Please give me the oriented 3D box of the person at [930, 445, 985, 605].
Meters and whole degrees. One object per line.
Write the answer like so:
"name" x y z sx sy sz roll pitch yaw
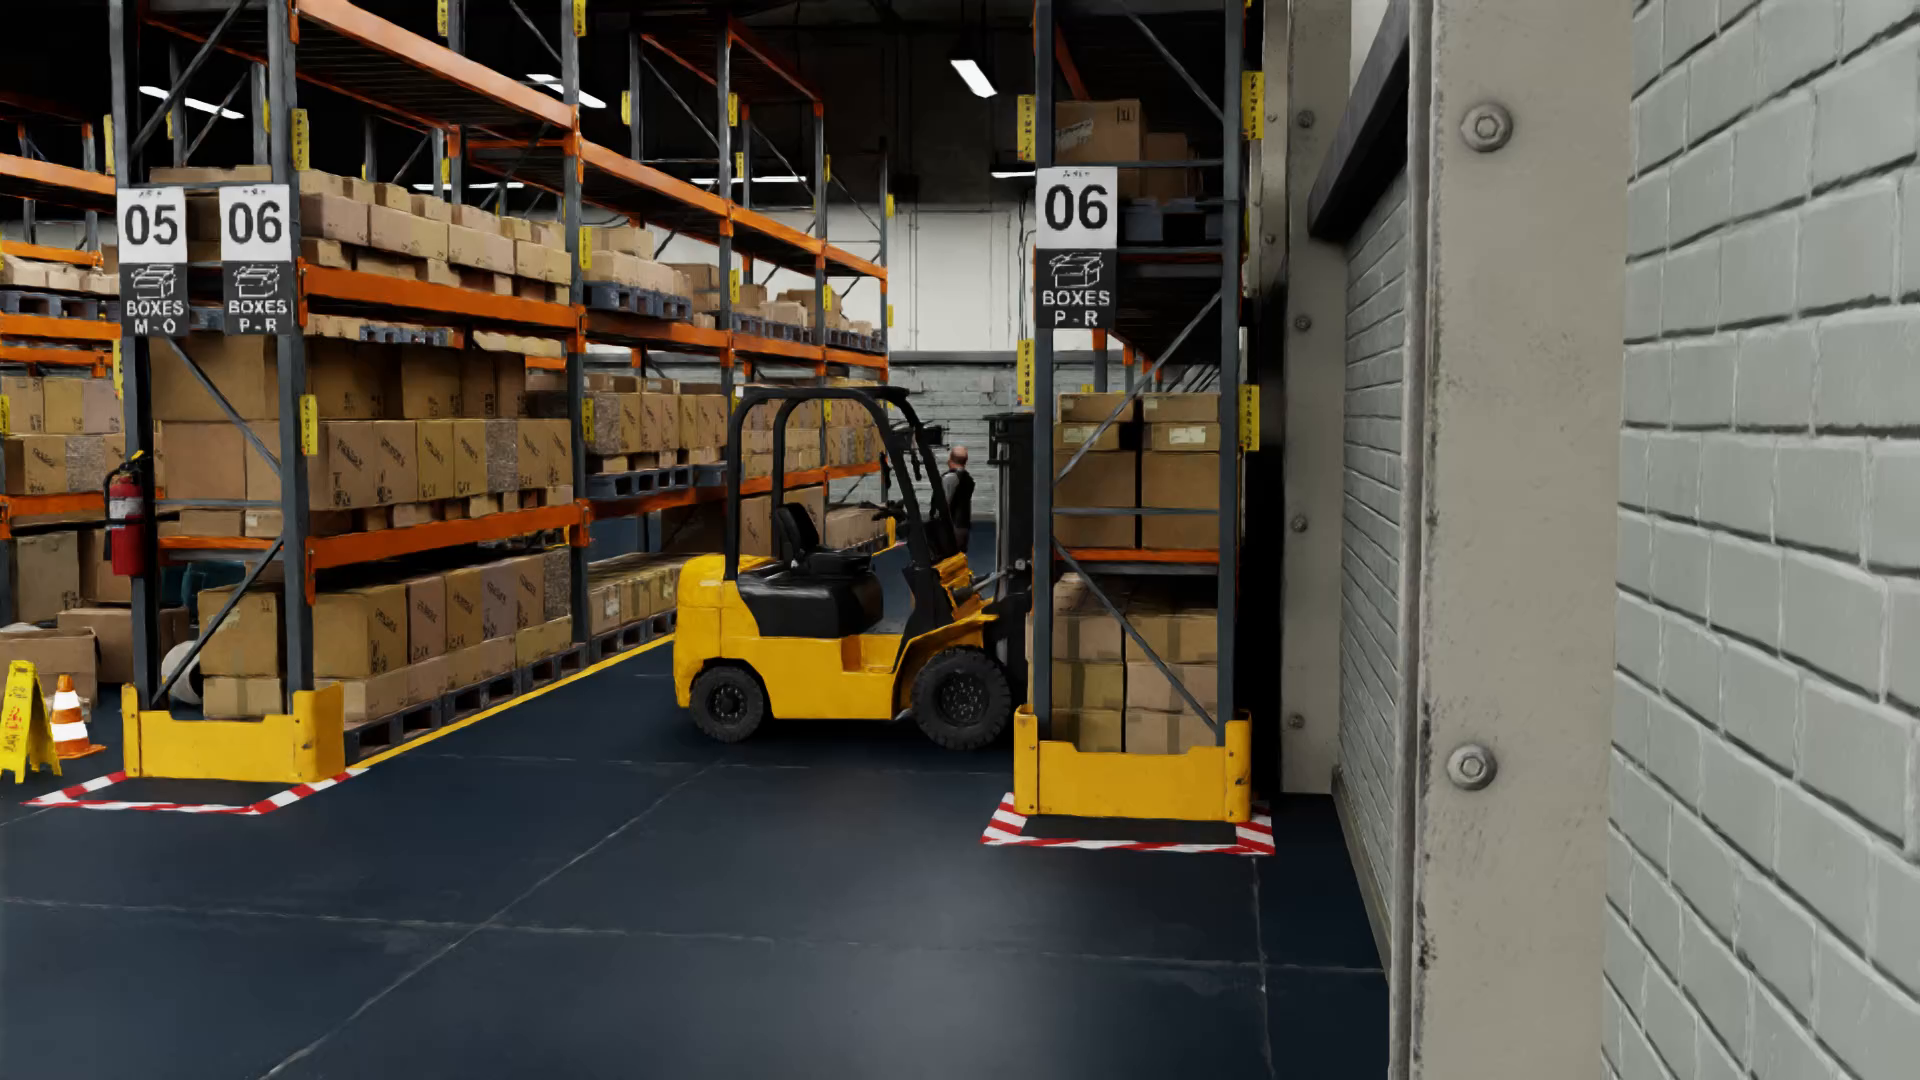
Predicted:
"person" -0.023 -0.035 15.468 0.604 1.689 0.607 1 5 13
